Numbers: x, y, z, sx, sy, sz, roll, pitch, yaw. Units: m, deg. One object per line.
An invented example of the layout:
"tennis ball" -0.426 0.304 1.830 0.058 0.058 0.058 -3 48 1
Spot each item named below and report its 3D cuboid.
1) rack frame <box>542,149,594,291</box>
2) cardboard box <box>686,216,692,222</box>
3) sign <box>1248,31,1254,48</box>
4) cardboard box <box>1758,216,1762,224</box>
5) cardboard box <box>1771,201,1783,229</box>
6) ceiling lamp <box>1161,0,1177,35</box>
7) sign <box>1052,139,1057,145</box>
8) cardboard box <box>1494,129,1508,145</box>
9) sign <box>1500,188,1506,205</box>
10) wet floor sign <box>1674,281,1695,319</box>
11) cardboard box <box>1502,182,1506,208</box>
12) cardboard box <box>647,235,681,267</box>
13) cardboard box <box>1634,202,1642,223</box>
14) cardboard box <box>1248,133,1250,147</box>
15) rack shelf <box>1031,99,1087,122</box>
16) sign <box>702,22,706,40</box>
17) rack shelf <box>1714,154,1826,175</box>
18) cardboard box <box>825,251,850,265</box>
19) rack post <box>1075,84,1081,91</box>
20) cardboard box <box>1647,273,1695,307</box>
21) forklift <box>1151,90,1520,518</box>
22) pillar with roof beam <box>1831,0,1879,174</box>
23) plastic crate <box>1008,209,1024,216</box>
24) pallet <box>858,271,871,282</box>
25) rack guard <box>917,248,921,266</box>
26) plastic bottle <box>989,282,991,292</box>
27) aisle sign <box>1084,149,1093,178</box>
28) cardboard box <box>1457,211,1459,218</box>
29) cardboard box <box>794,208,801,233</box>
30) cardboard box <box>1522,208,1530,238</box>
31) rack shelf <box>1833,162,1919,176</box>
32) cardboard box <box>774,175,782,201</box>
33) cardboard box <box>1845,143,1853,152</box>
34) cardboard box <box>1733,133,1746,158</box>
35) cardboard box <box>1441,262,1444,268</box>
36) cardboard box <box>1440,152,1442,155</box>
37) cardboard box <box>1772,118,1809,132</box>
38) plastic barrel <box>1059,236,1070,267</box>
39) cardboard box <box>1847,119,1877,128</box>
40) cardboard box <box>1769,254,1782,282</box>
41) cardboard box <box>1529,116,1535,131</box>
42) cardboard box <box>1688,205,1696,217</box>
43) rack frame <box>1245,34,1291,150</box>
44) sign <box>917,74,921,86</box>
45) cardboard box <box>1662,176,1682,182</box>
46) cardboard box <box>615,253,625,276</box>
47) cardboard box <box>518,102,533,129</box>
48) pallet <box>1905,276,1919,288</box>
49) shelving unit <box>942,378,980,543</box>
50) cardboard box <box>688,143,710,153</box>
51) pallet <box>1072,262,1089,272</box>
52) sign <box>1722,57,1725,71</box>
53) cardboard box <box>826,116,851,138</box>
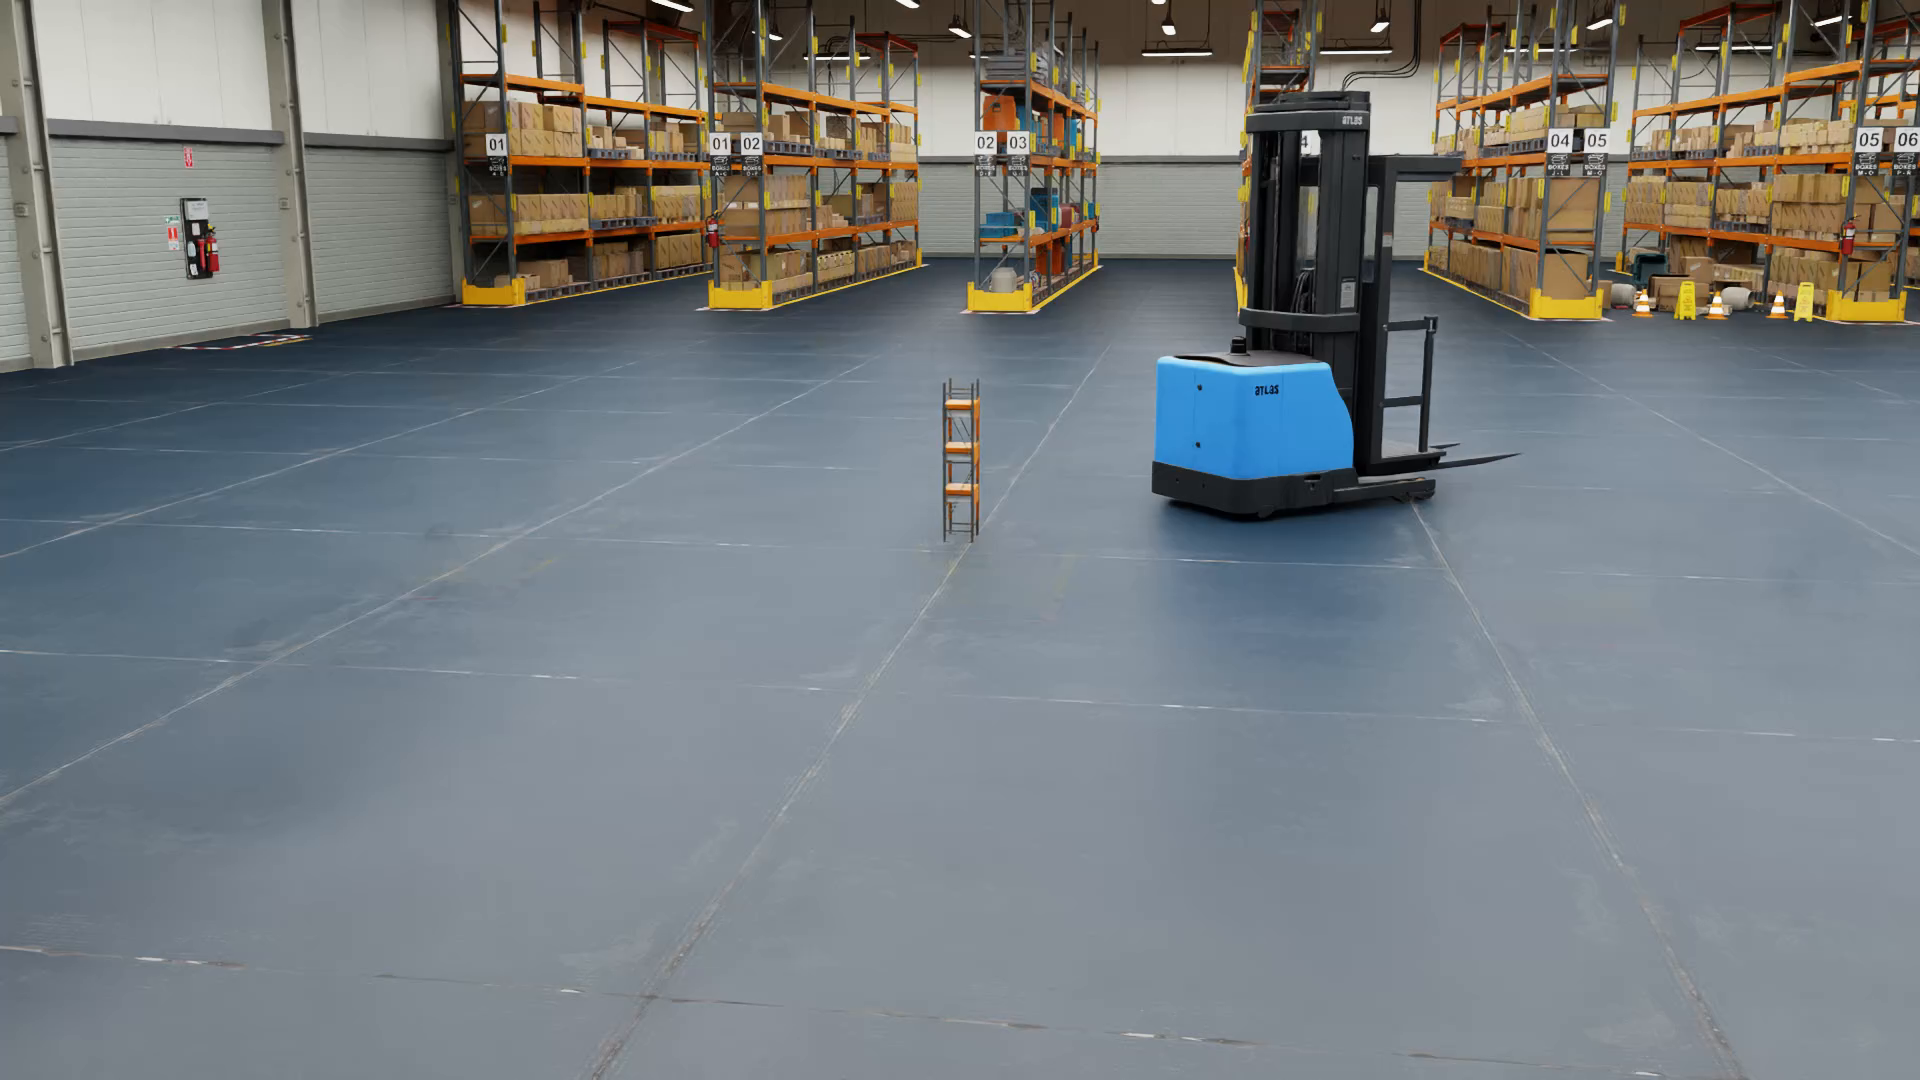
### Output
"rack frame" -8.408 -6.845 35.634 1.000 3.000 0.127 2 12 9
"cardboard box" -7.032 -8.155 42.262 0.380 0.149 0.250 2 12 9
"sign" 5.726 -9.847 32.731 0.100 0.325 0.005 2 12 9
"cardboard box" 15.932 -6.295 32.683 0.380 0.149 0.250 2 12 7
"cardboard box" 15.725 -6.154 31.485 0.500 0.500 0.500 2 12 8
"ceiling lamp" 5.249 -13.711 39.398 0.800 3.185 2.000 2 12 9
"sign" 1.923 -7.974 33.734 0.100 0.325 0.005 2 12 9
"cardboard box" 11.213 -8.230 33.921 0.500 0.311 0.500 1 12 7
"sign" 10.623 -6.724 32.515 0.100 0.325 0.005 2 12 9
"wet floor sign" 12.498 -4.128 28.615 0.267 0.644 0.232 0 12 -1
"cardboard box" 11.309 -6.930 33.418 0.700 0.500 0.500 2 12 8
"cardboard box" -7.409 -7.163 41.216 0.750 0.750 0.750 2 12 8
"cardboard box" 17.409 -8.287 42.089 0.500 0.500 0.500 2 12 8
"cardboard box" 6.412 -8.656 35.493 0.500 0.500 0.500 2 12 7
"rack shelf" 2.304 -10.158 39.426 1.077 0.370 4.000 2 12 9
"sign" -4.661 -9.301 30.386 0.100 0.325 0.005 2 12 9
"rack shelf" 16.375 -7.573 33.602 1.077 0.370 4.000 2 12 9
"cardboard box" -2.808 -6.428 37.897 0.500 0.311 0.500 2 12 8
"rack post" 2.451 -10.910 40.439 0.937 0.300 0.954 2 12 8
"cardboard box" 13.357 -4.698 31.277 0.797 0.637 0.503 2 12 9
"forklift" 2.945 -1.793 12.357 3.031 2.935 1.130 -7 14 -30
"pillar with roof beam" 19.870 -11.984 45.242 9.100 9.000 0.548 2 12 9
"plastic crate" 1.154 -6.666 34.651 0.402 0.464 0.583 2 12 9
"pallet" -2.745 -6.309 39.766 1.003 0.211 1.213 2 12 9
"rack guard" -1.678 -7.945 46.674 1.175 0.500 0.348 2 12 9
"plastic bottle" 0.616 -4.935 32.369 0.097 0.201 0.097 0 12 0
"aisle sign" 3.528 -10.298 45.487 0.394 0.787 0.004 2 12 9
"cardboard box" 11.559 -7.427 37.937 0.380 0.149 0.250 1 12 6
"cardboard box" -3.649 -6.531 33.942 0.700 0.500 0.500 2 12 8
"cardboard box" 10.872 -5.840 30.617 0.875 0.550 0.500 2 12 9
"rack shelf" 22.511 -9.078 40.586 1.077 0.370 4.000 2 12 9
"cardboard box" -3.883 -6.858 32.378 0.700 0.500 0.500 2 12 9
"cardboard box" 15.231 -6.636 28.143 0.380 0.149 0.250 2 12 9
"cardboard box" 16.527 -8.193 34.533 0.700 0.500 0.500 2 12 9
"cardboard box" 12.214 -6.860 41.473 0.380 0.149 0.250 1 12 7
"cardboard box" 12.533 -9.770 42.445 0.500 0.250 0.500 1 12 7
"cardboard box" 16.031 -8.010 32.092 0.500 0.250 0.500 2 12 10
"plastic barrel" 2.403 -7.108 40.842 0.600 0.901 0.708 2 12 9
"cardboard box" 15.213 -7.023 28.044 0.380 0.149 0.250 2 12 9
"cardboard box" 15.710 -5.156 31.547 0.500 0.500 0.500 2 12 11
"cardboard box" 10.501 -7.461 29.789 0.500 0.250 0.500 2 12 8
"cardboard box" 16.640 -7.369 37.236 0.500 0.250 0.500 2 12 7
"rack frame" 7.506 -10.961 40.495 1.000 3.000 0.127 2 12 9
"sign" -1.121 -12.627 45.634 0.100 0.325 0.005 2 12 9
"cardboard box" 17.031 -8.637 39.798 0.380 0.149 0.250 2 12 7
"cardboard box" -8.094 -6.311 38.047 0.700 0.500 0.500 2 12 8
"cardboard box" -8.596 -8.201 32.149 0.500 0.500 0.500 2 12 8
"pallet" 21.930 -5.759 37.215 1.003 0.211 1.213 2 12 9
"shelving unit" 0.008 -0.524 10.934 0.215 1.050 0.252 2 12 9
"cardboard box" -6.810 -10.293 43.634 0.500 0.250 0.500 2 12 8
"pallet" 2.872 -7.235 44.064 1.003 0.211 1.213 2 12 9
"sign" 17.836 -11.120 38.829 0.100 0.325 0.005 2 12 9
"cardboard box" -2.824 -9.612 38.745 0.500 0.500 0.500 2 12 9
